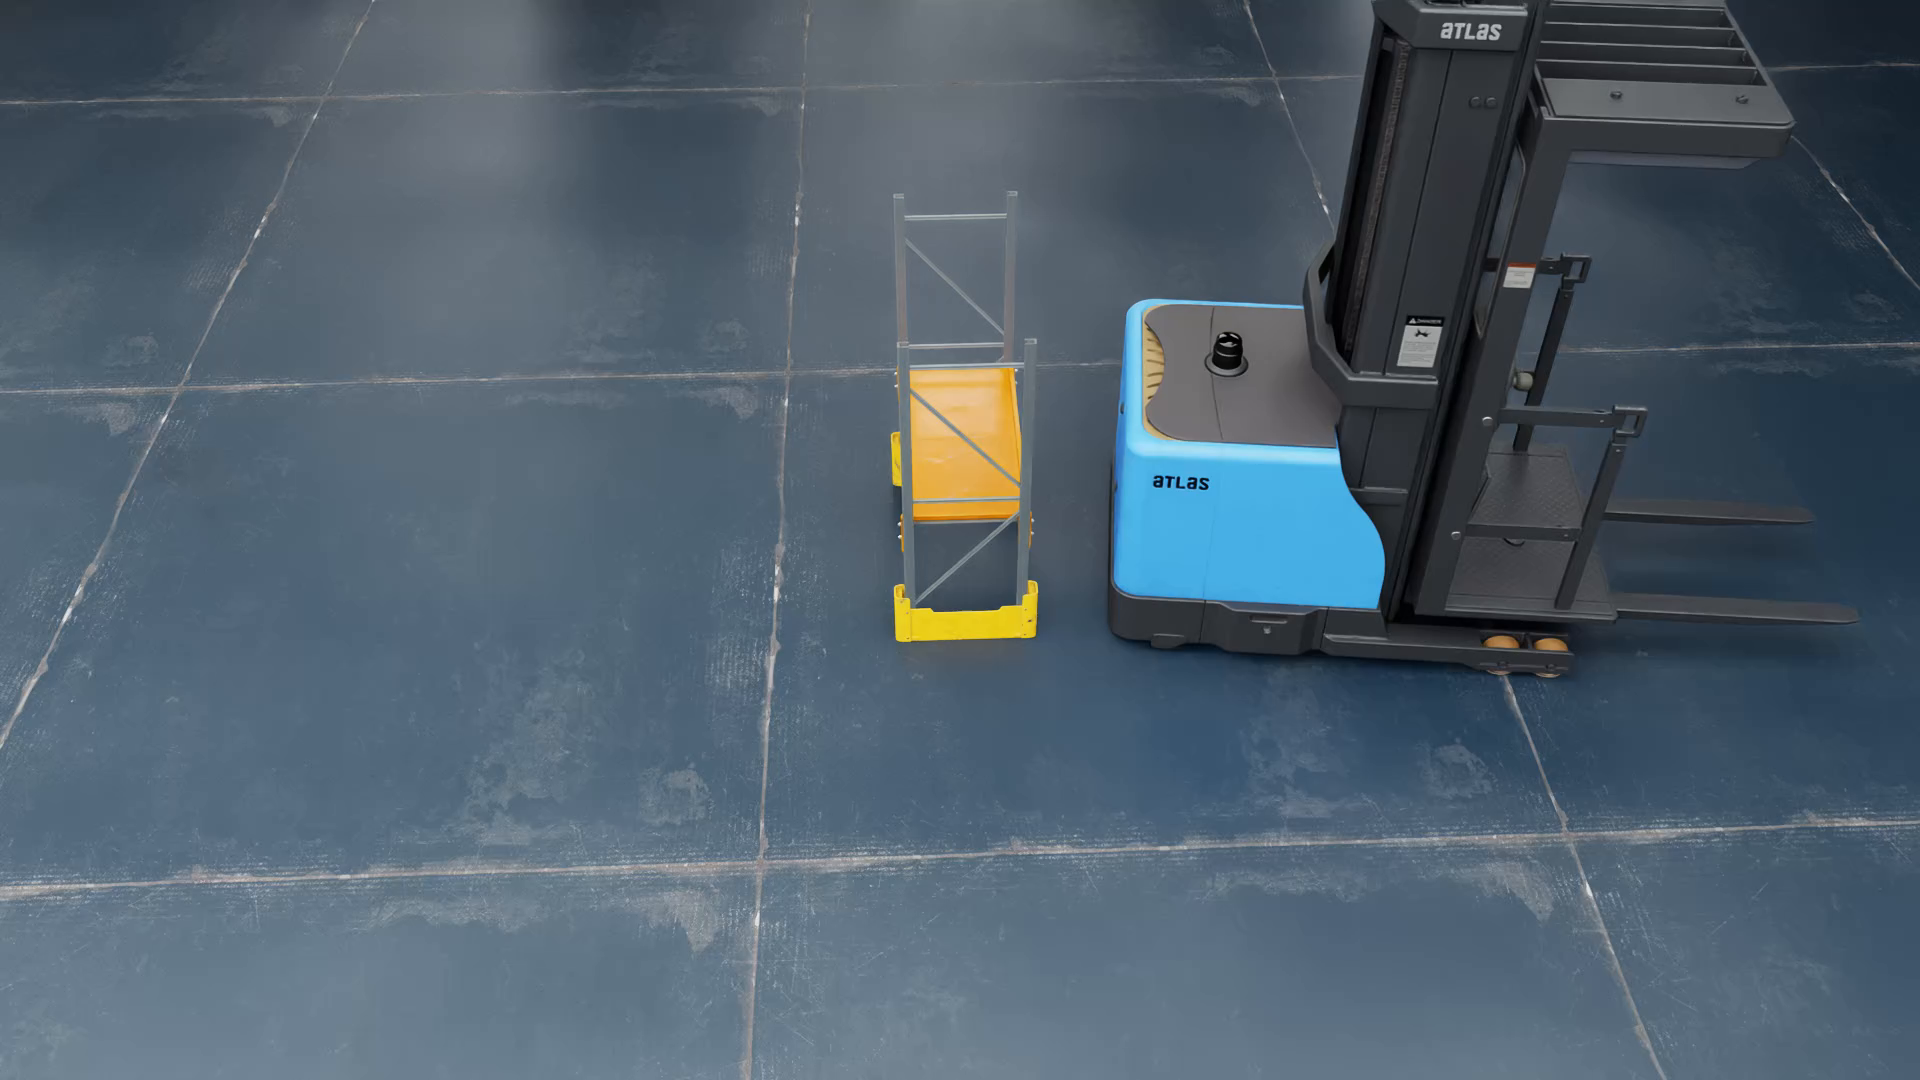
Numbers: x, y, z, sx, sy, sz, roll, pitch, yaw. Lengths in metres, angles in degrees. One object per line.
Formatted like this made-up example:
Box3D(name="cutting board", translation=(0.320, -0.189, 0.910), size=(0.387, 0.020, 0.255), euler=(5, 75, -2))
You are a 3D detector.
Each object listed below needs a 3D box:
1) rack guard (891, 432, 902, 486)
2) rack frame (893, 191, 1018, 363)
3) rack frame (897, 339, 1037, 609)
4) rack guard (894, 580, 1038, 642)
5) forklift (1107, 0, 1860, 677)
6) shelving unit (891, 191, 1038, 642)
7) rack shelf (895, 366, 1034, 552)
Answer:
Box3D(name="rack guard", translation=(-0.018, -0.377, 7.626), size=(0.587, 0.250, 0.087), euler=(-2, 43, -2))
Box3D(name="rack frame", translation=(-0.018, -0.838, 7.204), size=(0.500, 1.500, 0.032), euler=(-2, 43, -2))
Box3D(name="rack frame", translation=(0.025, -0.152, 6.456), size=(0.500, 1.500, 0.032), euler=(-2, 43, -2))
Box3D(name="rack guard", translation=(0.024, 0.296, 6.892), size=(0.587, 0.250, 0.087), euler=(-2, 43, -2))
Box3D(name="forklift", translation=(2.156, -0.896, 6.208), size=(3.031, 2.935, 1.130), euler=(3, 43, 3))
Box3D(name="shelving unit", translation=(0.003, -0.501, 6.837), size=(0.587, 1.500, 1.083), euler=(-2, 43, -2))
Box3D(name="rack shelf", translation=(0.004, -0.363, 6.952), size=(0.538, 0.185, 1.000), euler=(-2, 43, -2))
